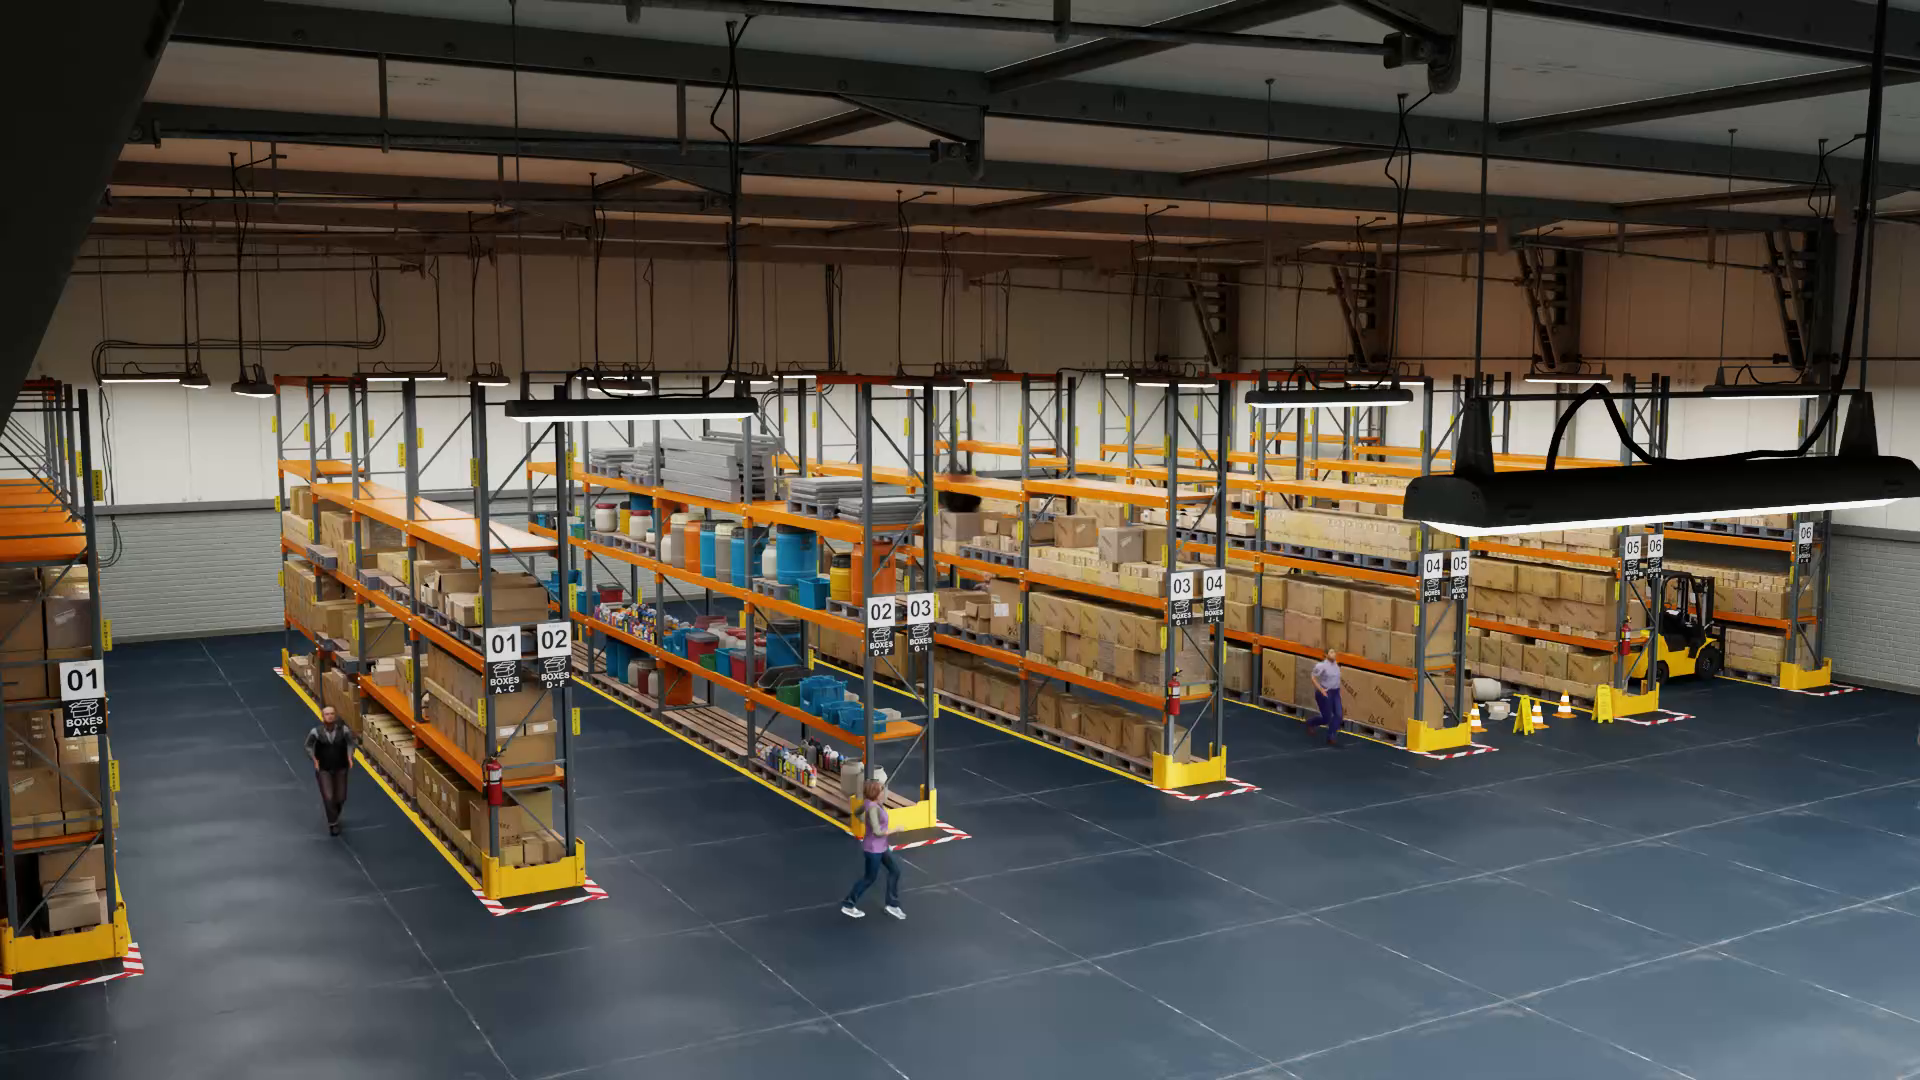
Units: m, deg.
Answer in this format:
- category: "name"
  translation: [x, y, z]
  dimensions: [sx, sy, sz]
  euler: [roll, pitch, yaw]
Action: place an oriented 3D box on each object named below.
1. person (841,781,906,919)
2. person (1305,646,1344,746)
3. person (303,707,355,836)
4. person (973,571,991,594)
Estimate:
- category: "person"
  translation: [-0.971, 3.503, 18.734]
  dimensions: [0.734, 1.622, 0.543]
  euler: [0, 6, 1]
- category: "person"
  translation: [6.025, 2.553, 27.355]
  dimensions: [0.627, 1.596, 0.651]
  euler: [-4, 8, -35]
- category: "person"
  translation: [-8.437, 3.070, 22.296]
  dimensions: [0.660, 1.694, 0.703]
  euler: [-3, 7, -27]
- category: "person"
  translation: [0.590, 1.581, 35.977]
  dimensions: [0.708, 1.679, 0.746]
  euler: [-3, 7, -24]
